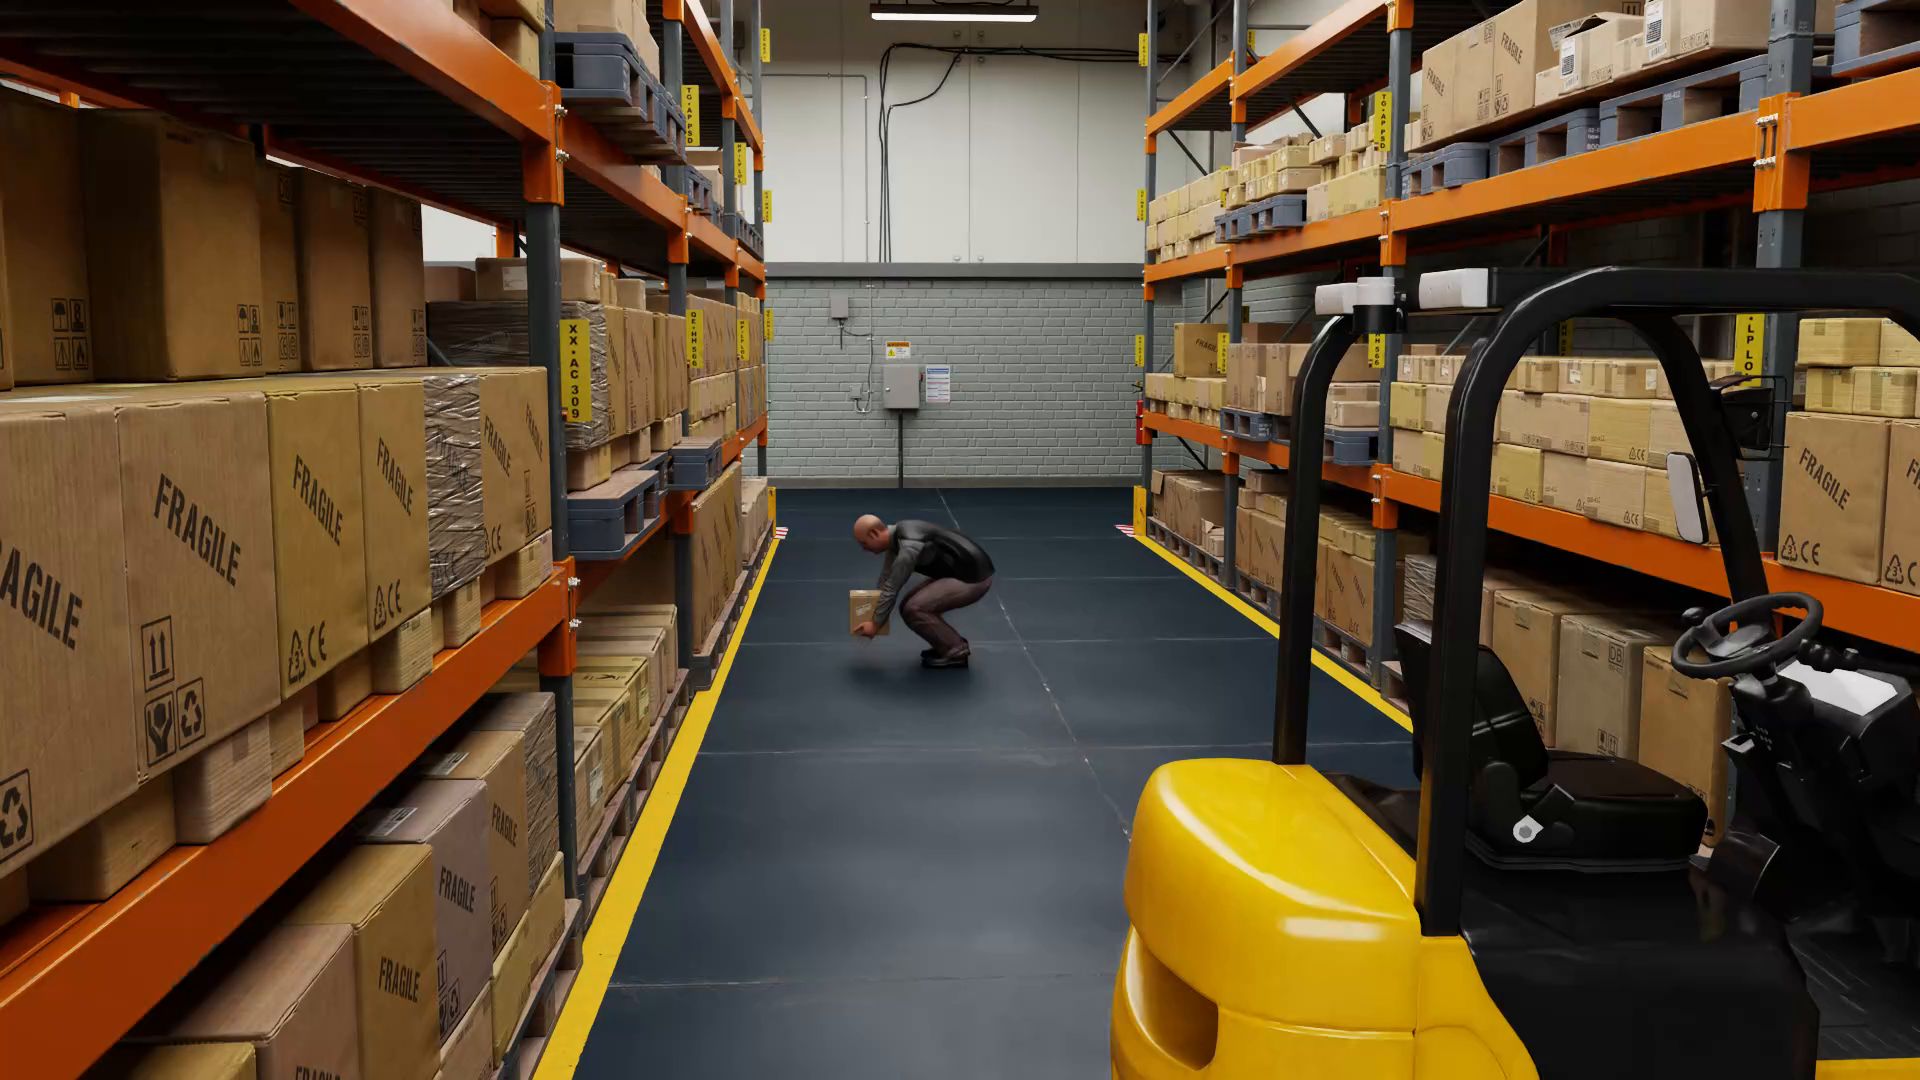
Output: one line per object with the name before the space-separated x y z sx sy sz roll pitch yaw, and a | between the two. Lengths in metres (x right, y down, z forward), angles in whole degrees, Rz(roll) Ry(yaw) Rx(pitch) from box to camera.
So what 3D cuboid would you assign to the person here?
person | -0.228 0.310 10.509 0.894 0.959 0.509 -1 7 -5
